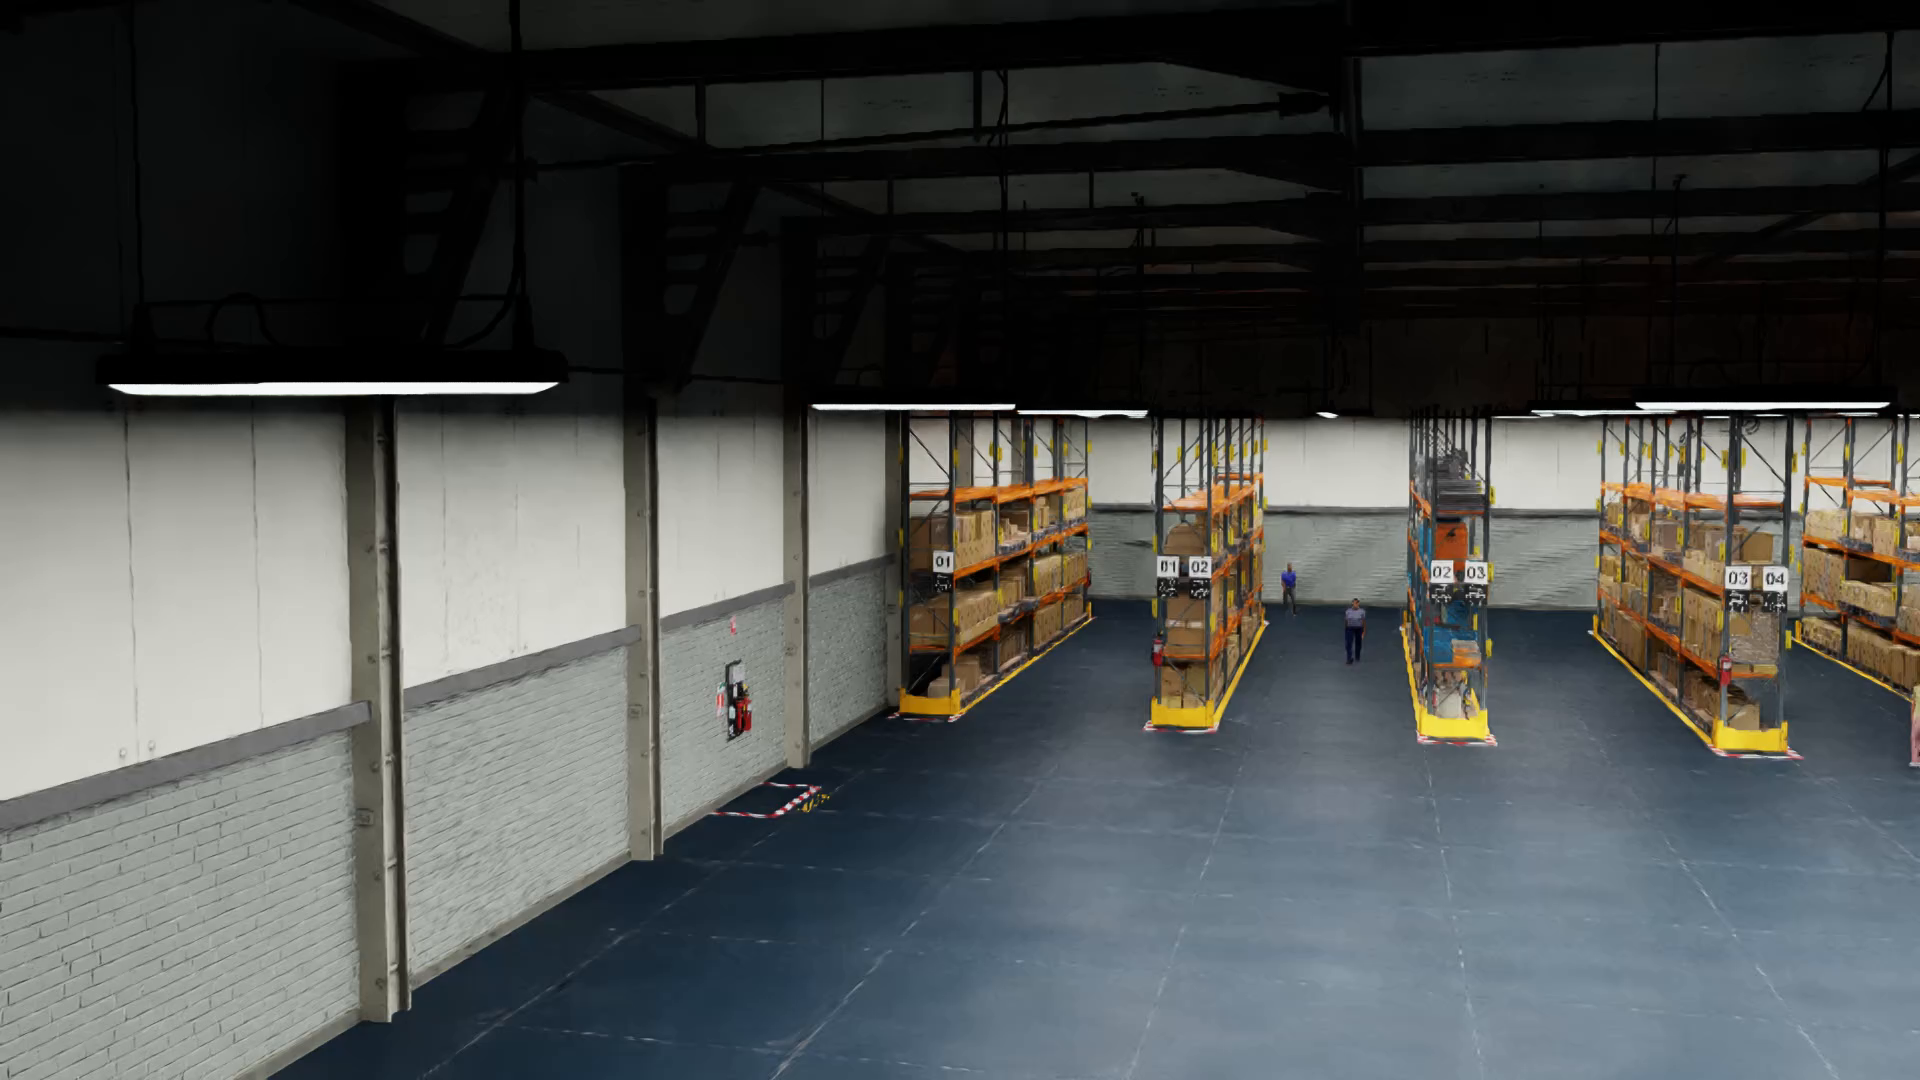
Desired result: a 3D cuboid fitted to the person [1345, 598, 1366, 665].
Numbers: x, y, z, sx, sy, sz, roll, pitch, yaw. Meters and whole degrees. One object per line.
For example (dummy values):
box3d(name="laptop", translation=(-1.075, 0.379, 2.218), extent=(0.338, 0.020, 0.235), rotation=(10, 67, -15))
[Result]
box3d(name="person", translation=(9.286, 2.127, 39.032), extent=(0.478, 1.567, 1.093), rotation=(1, 4, 11))

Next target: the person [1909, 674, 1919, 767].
box3d(name="person", translation=(16.036, 2.939, 27.567), extent=(0.491, 1.609, 0.953), rotation=(3, 5, 34))

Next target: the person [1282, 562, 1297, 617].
box3d(name="person", translation=(9.598, 1.435, 48.517), extent=(0.443, 1.587, 0.996), rotation=(0, 4, 6))
